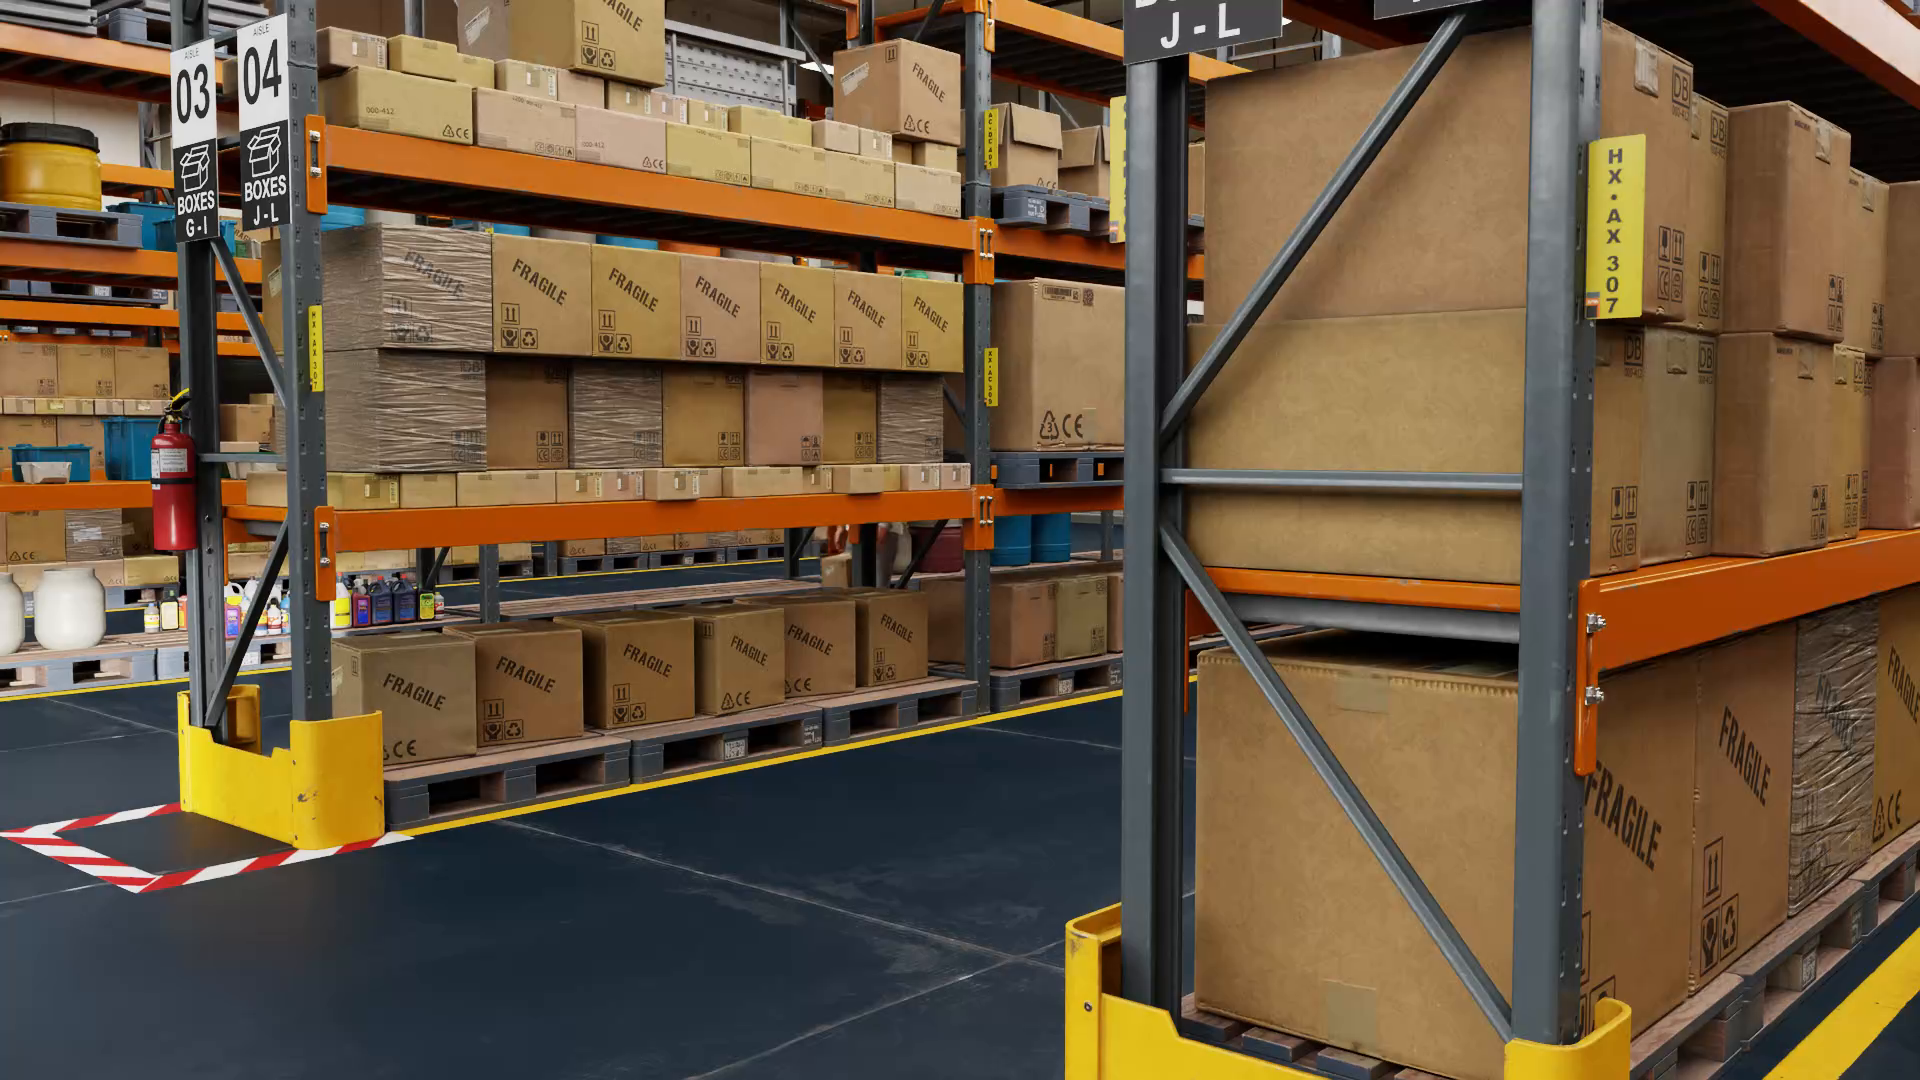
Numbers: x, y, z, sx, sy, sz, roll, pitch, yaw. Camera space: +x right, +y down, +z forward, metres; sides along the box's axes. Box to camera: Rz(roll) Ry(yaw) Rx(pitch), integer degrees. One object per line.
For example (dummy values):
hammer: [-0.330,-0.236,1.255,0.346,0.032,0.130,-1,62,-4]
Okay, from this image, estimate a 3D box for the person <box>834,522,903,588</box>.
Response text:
person: [-0.644,-0.043,12.153,0.555,1.777,0.423,3,5,40]
